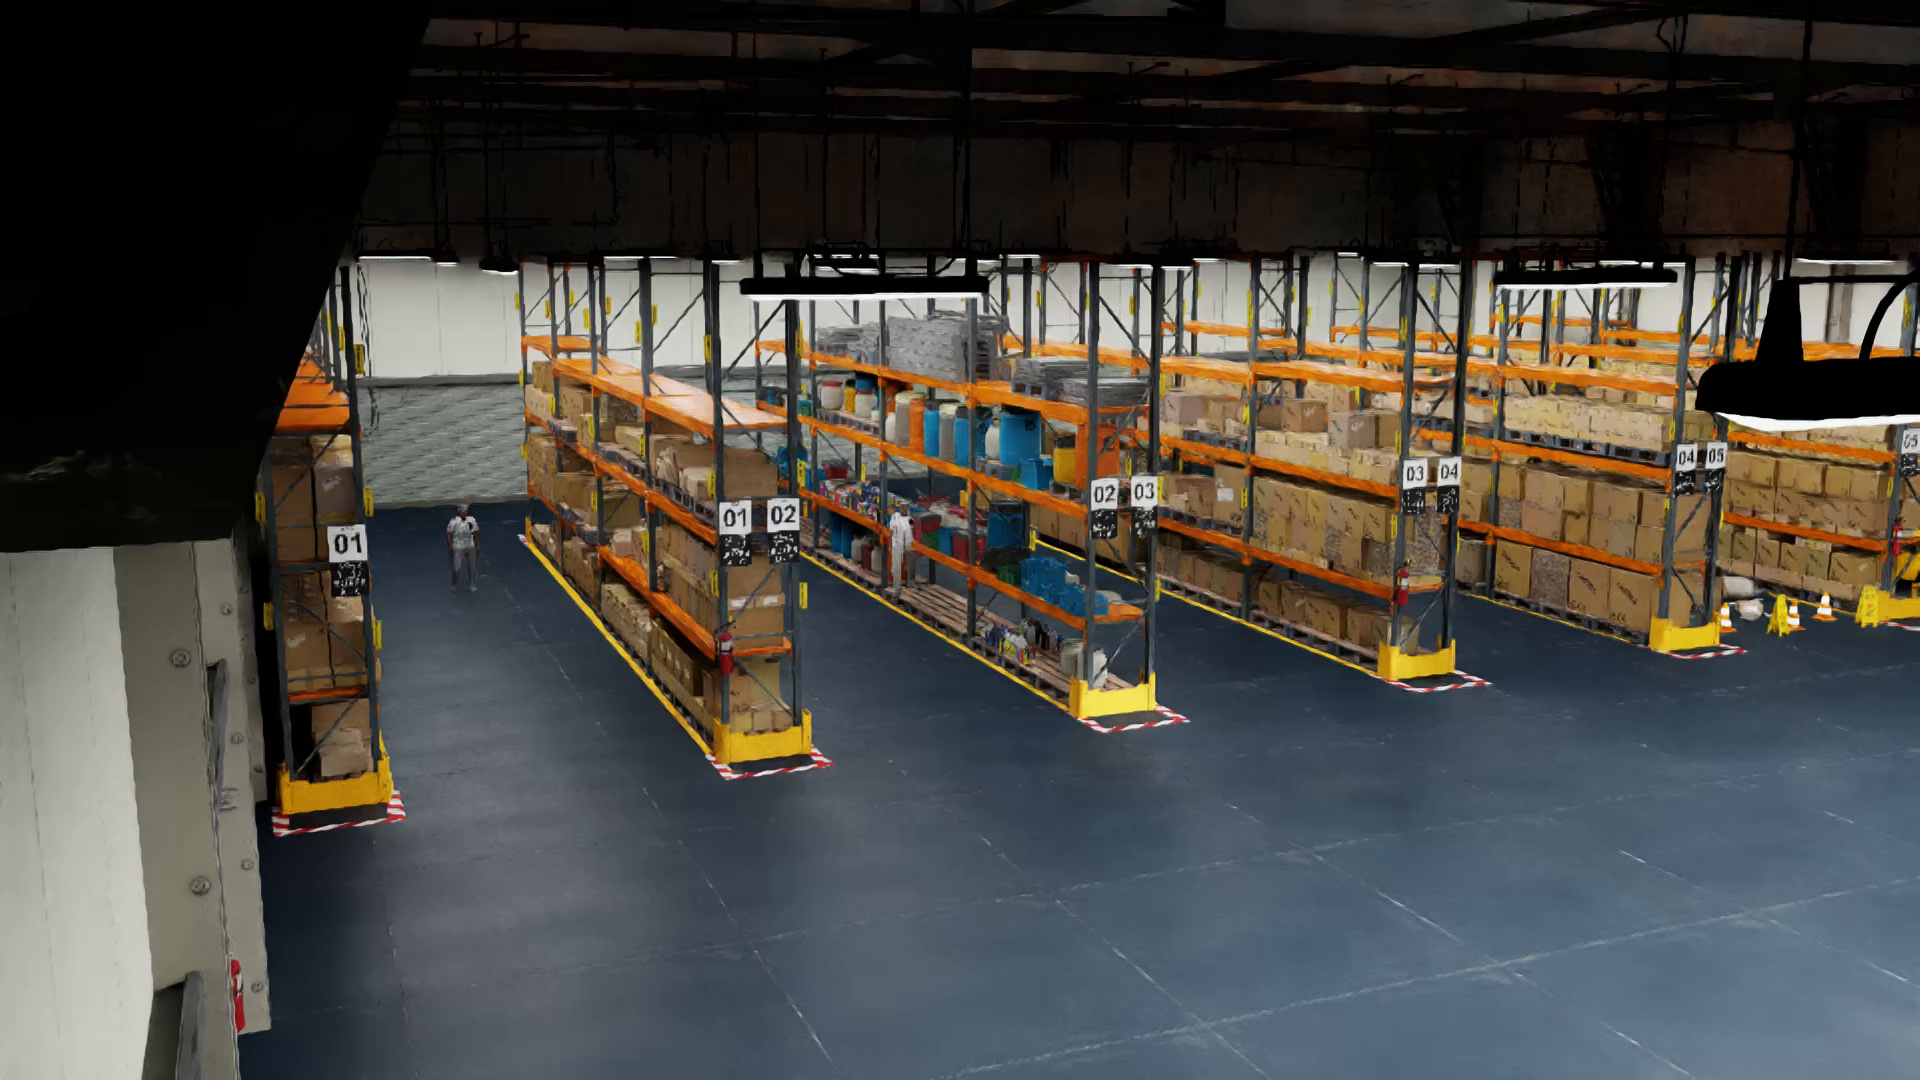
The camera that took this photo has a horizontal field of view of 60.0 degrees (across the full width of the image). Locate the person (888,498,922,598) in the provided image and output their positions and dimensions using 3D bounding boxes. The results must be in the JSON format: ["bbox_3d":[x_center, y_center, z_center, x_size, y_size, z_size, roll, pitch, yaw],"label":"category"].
[{"bbox_3d":[-0.927,0.102,28.132,0.576,1.700,0.956,0,10,-2],"label":"person"}]

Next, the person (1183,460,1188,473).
[{"bbox_3d":[5.814,-2.459,43.581,0.598,1.773,0.573,3,11,13],"label":"person"}]

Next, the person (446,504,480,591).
[{"bbox_3d":[-8.917,0.123,29.883,0.592,1.629,0.531,-5,11,-24],"label":"person"}]
